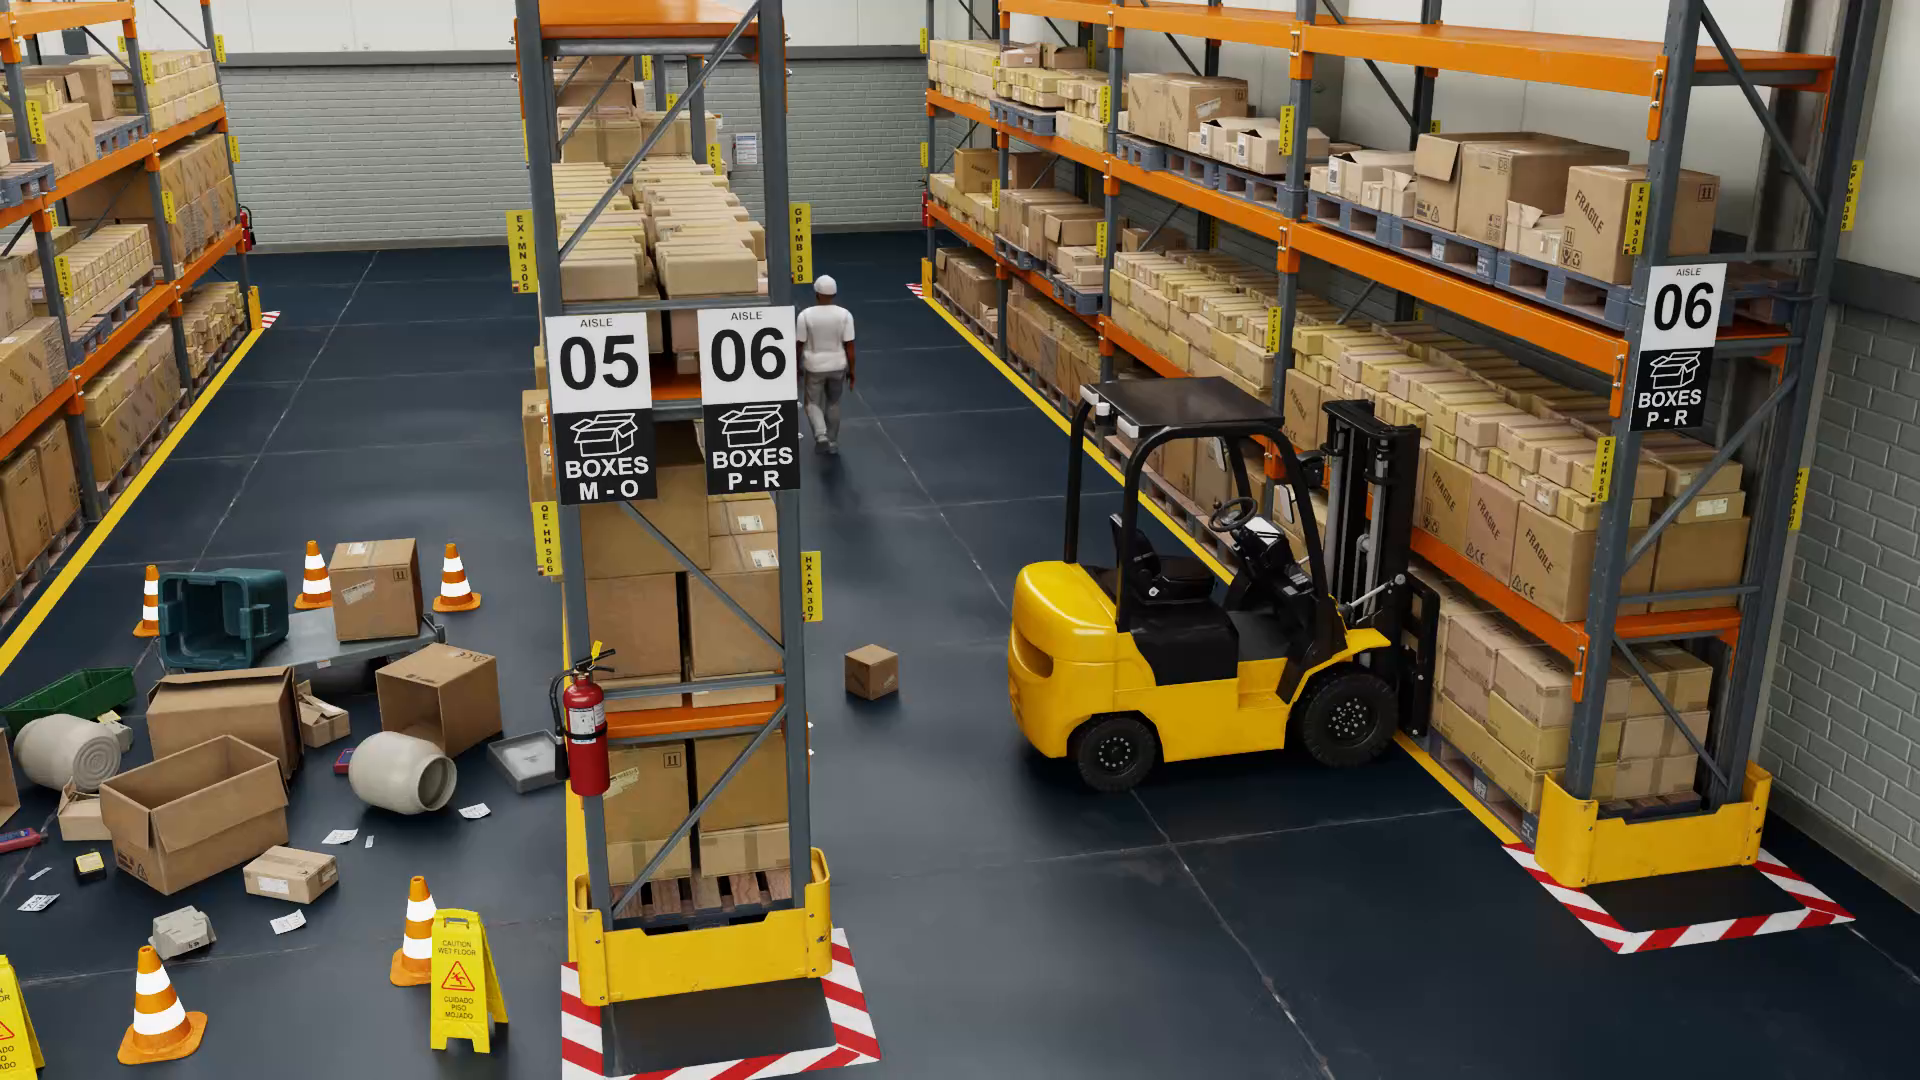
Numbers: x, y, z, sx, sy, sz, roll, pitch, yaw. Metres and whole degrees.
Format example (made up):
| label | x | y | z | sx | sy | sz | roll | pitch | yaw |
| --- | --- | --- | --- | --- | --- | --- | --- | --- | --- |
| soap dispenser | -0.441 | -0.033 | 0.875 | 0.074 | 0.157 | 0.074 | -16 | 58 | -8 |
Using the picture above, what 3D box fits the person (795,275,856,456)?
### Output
| label | x | y | z | sx | sy | sz | roll | pitch | yaw |
| --- | --- | --- | --- | --- | --- | --- | --- | --- | --- |
| person | -1.270 | -1.607 | 15.555 | 0.575 | 1.744 | 0.806 | -5 | 20 | -13 |
